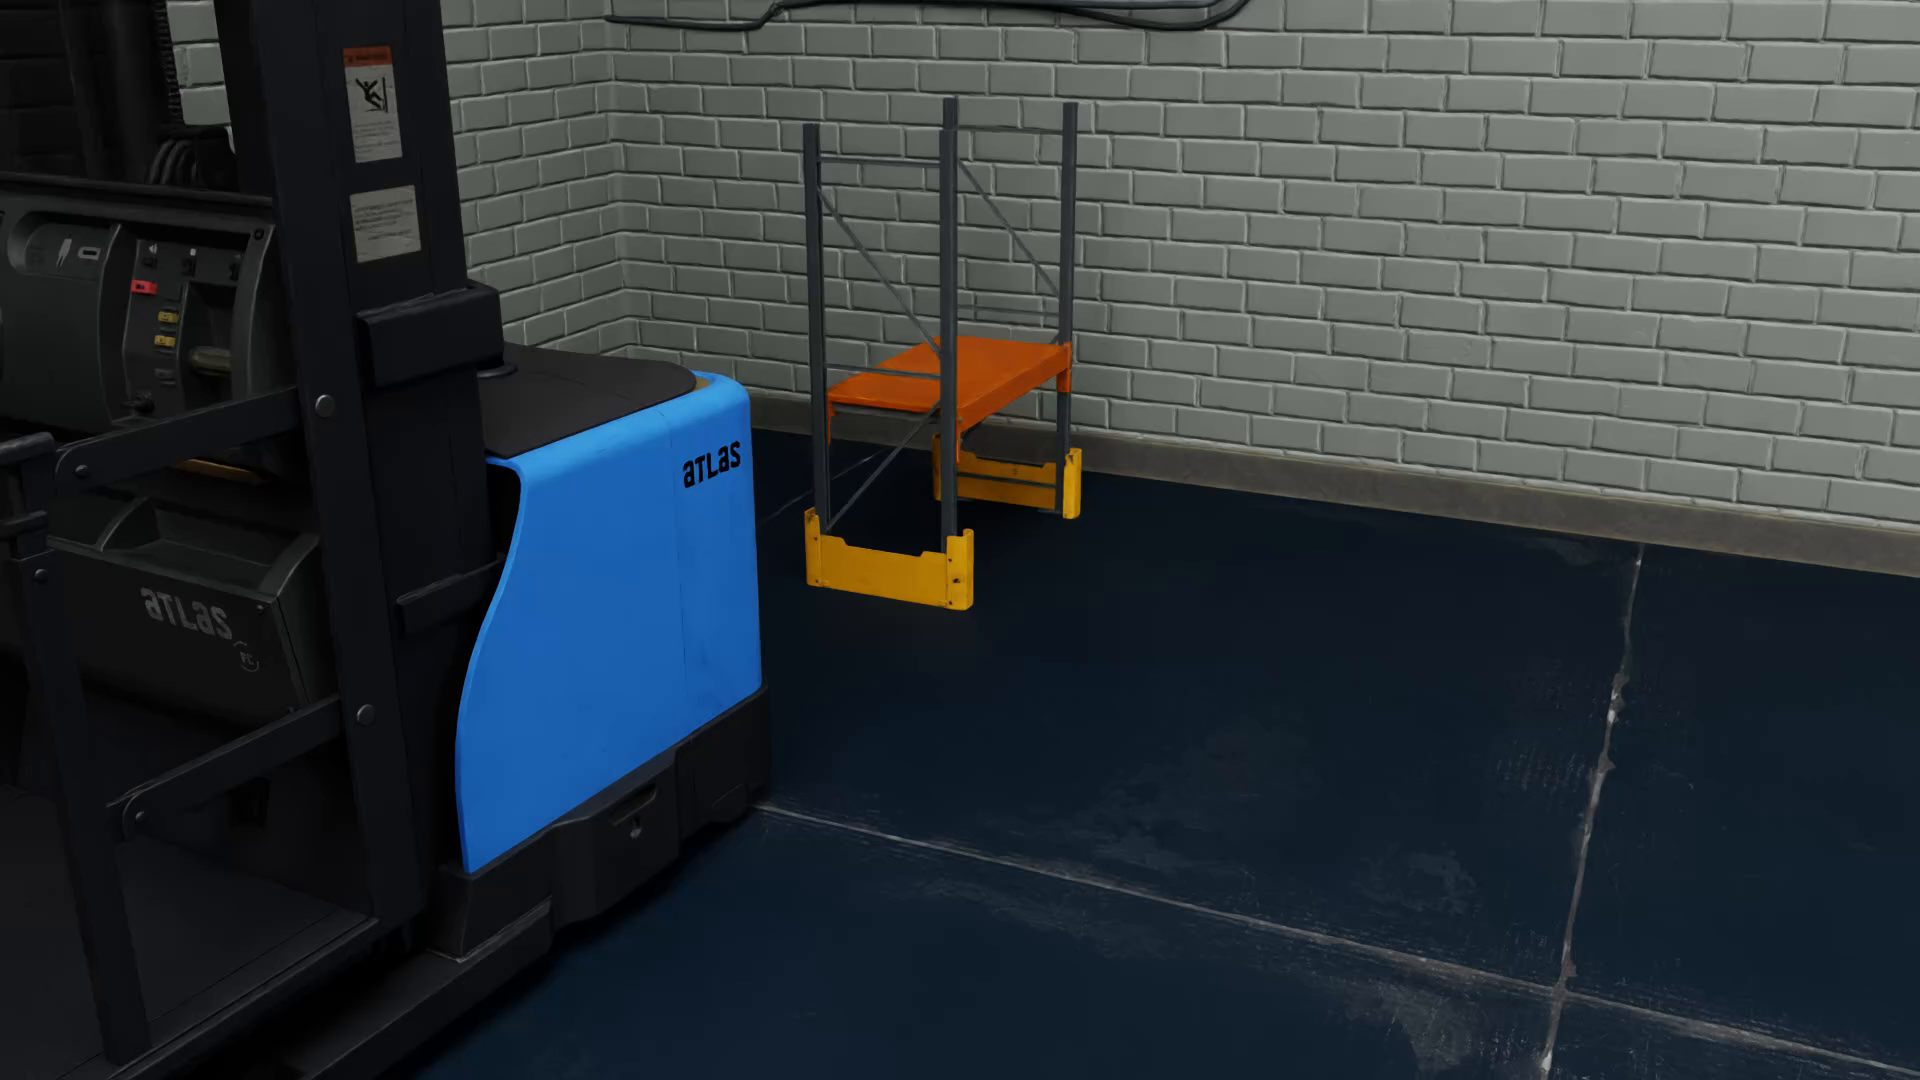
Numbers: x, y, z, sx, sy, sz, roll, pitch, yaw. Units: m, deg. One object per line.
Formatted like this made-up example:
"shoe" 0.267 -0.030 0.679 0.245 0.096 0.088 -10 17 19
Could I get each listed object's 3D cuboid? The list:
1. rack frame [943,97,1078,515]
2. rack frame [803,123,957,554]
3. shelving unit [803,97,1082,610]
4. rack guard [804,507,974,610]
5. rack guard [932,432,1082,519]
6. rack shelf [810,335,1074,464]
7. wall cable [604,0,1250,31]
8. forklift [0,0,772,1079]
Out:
"rack frame" 0.173 -0.836 6.081 0.500 1.500 0.032 9 21 23
"rack frame" -0.243 -0.525 5.207 0.500 1.500 0.032 9 21 23
"shelving unit" -0.031 -0.683 5.652 0.587 1.500 1.083 9 21 23
"rack guard" -0.235 0.058 5.433 0.587 0.250 0.087 9 21 23
"rack guard" 0.173 -0.247 6.289 0.587 0.250 0.087 9 21 23
"rack shelf" -0.035 -0.511 5.704 0.538 0.185 1.000 9 21 23
"wall cable" -0.271 -3.169 6.083 3.097 2.526 0.112 9 21 23
"forklift" -1.614 -0.389 2.687 1.130 2.935 3.031 10 22 27
